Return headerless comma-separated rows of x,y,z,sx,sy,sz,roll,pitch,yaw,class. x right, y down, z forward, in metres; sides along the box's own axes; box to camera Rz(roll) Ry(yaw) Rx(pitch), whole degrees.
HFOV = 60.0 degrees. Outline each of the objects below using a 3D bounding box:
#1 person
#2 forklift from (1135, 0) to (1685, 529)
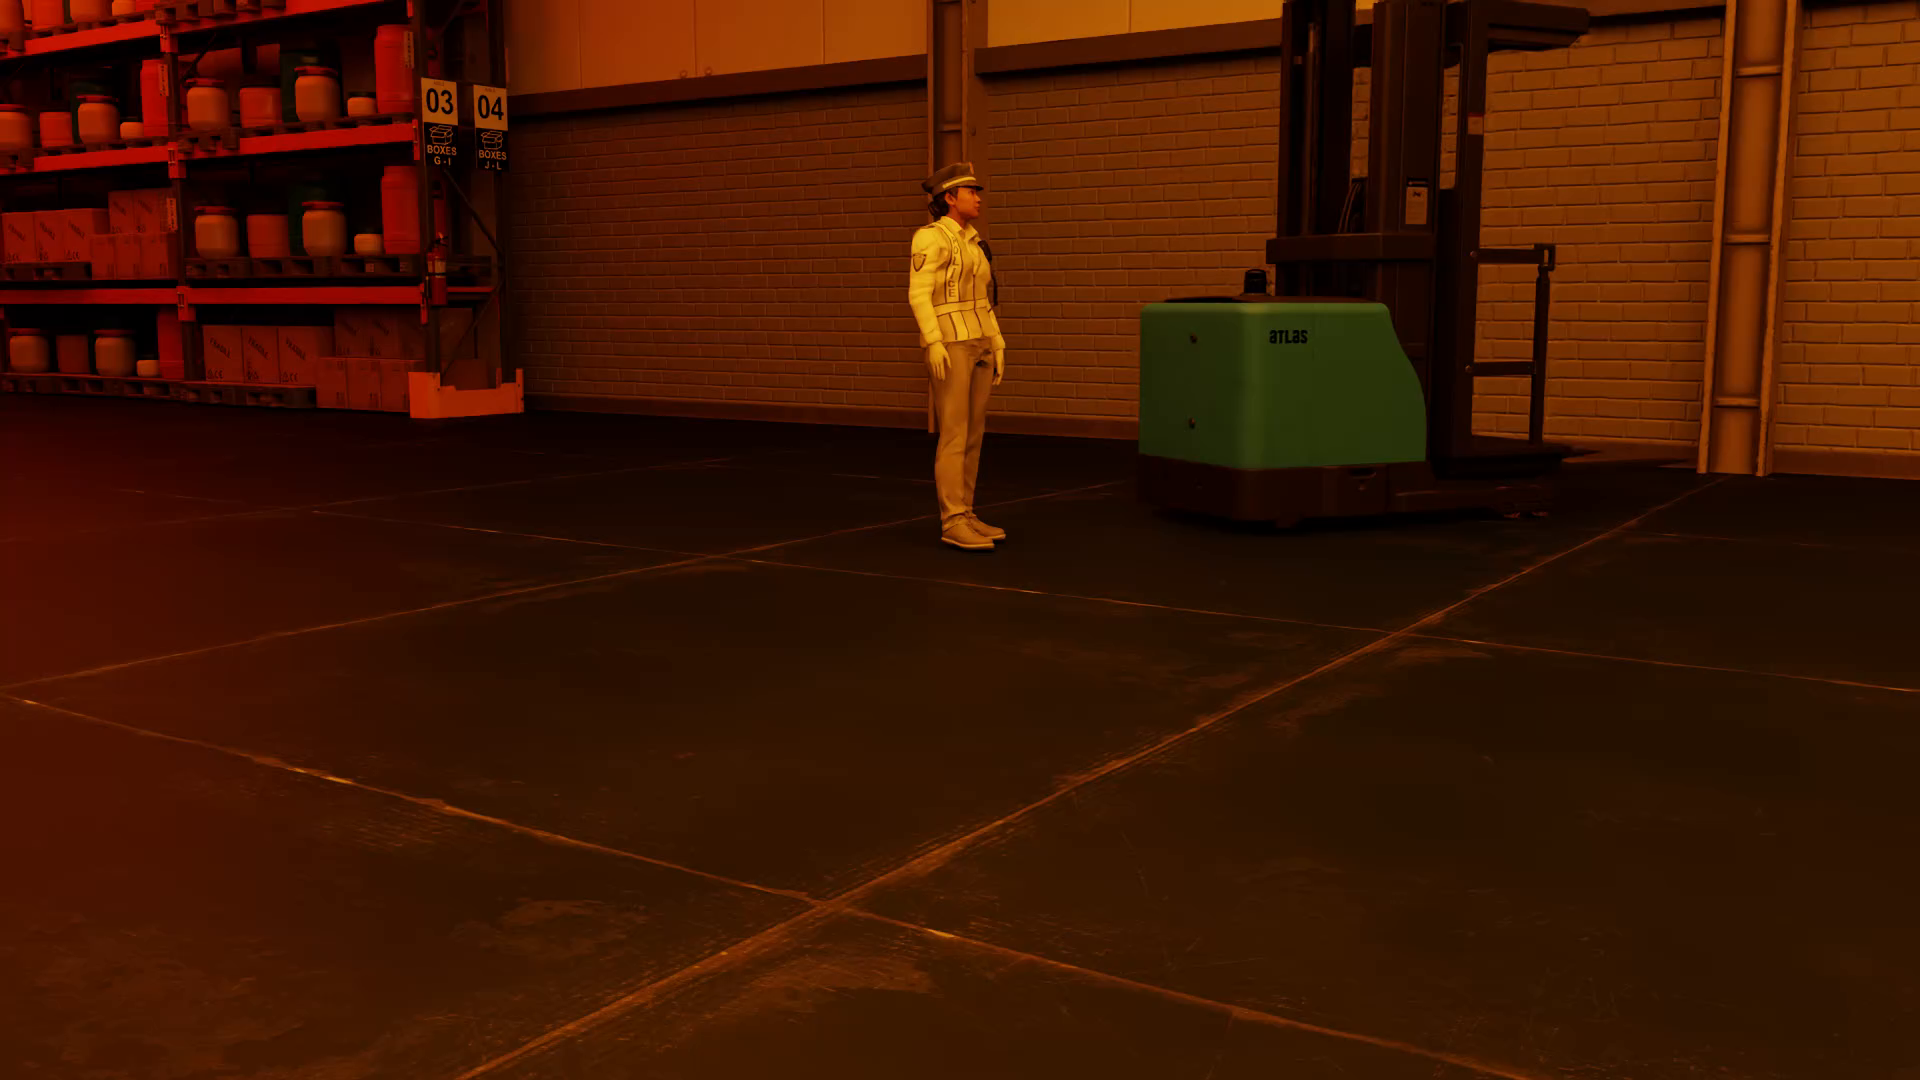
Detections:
0.049,-0.839,7.432,0.529,1.694,0.569,5,10,34,person
2.458,-1.619,8.579,3.031,2.935,1.130,-4,9,-25,forklift
